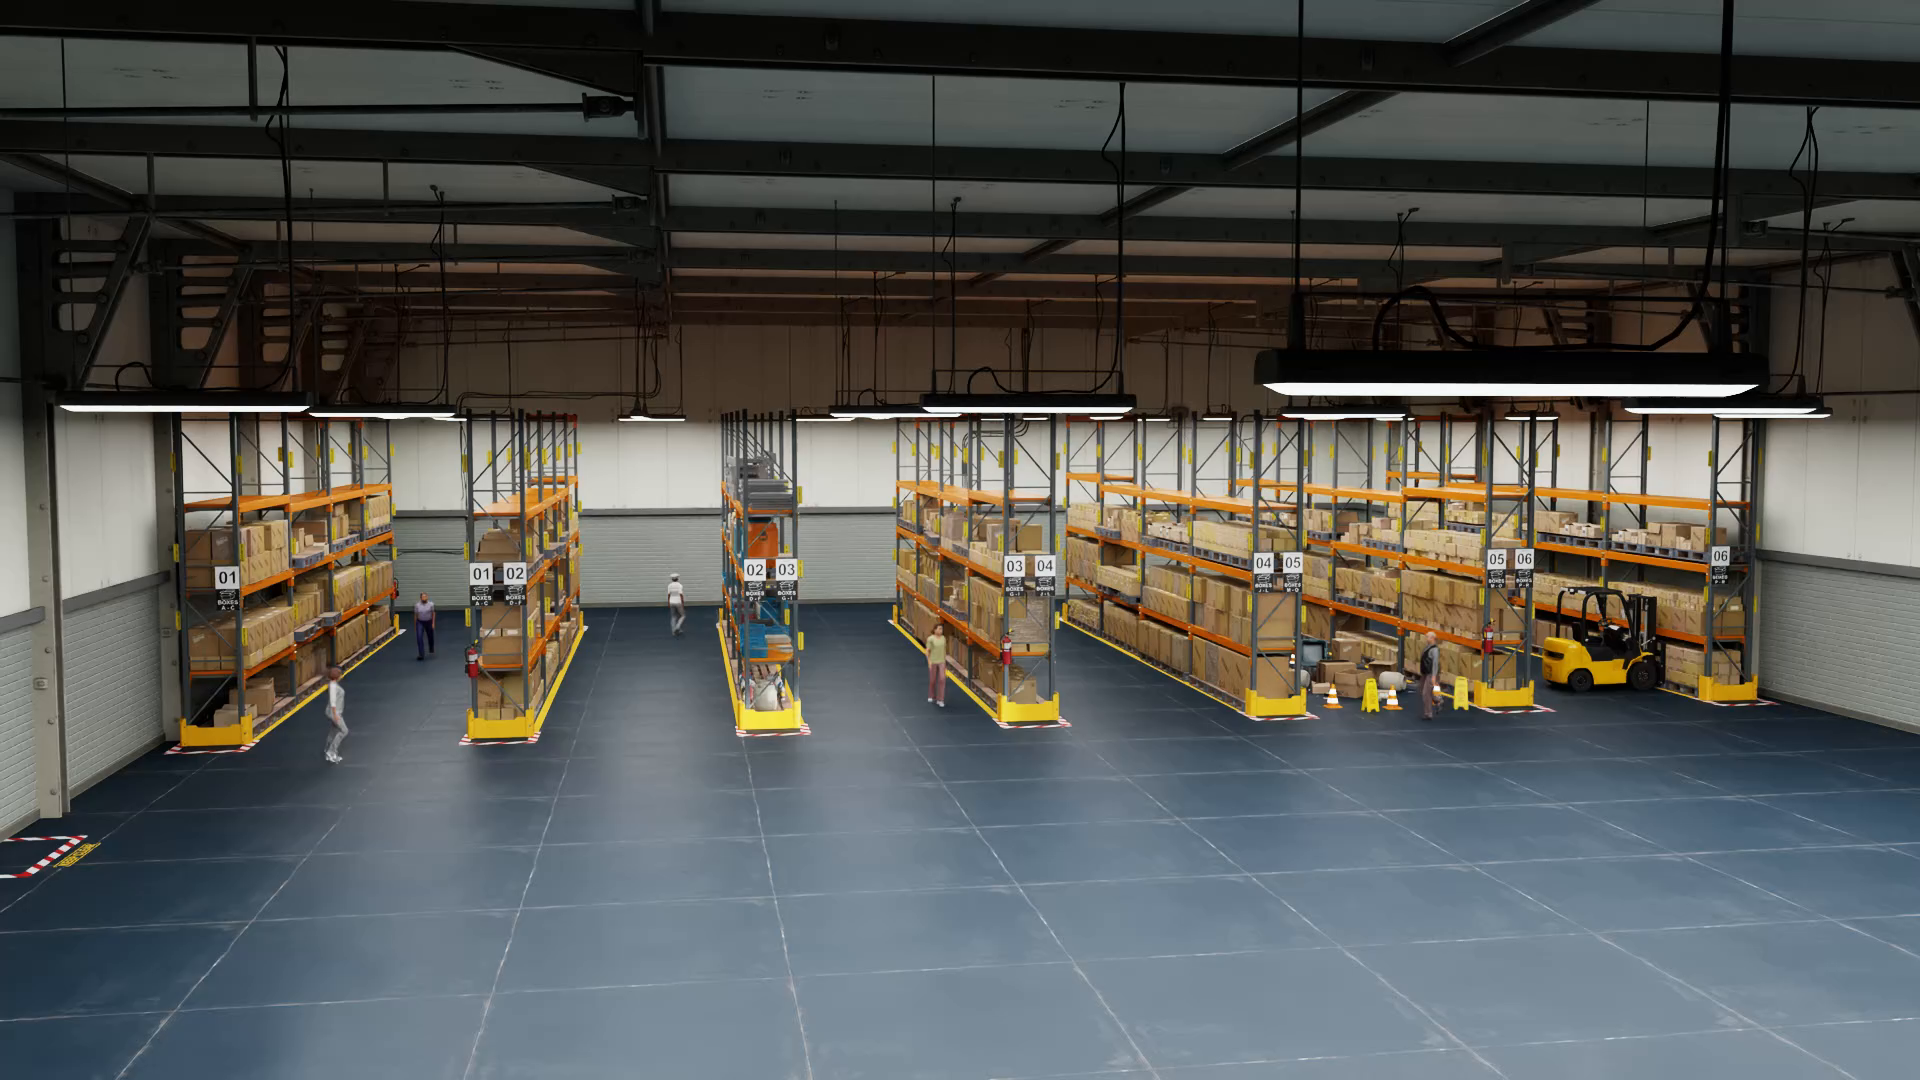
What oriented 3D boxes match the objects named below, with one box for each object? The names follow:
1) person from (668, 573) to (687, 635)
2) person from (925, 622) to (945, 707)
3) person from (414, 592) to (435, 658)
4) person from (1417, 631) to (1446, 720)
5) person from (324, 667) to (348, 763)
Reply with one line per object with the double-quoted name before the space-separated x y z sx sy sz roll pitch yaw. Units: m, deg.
"person" -7.696 1.747 45.034 0.489 1.676 0.459 1 4 21
"person" -0.469 2.547 33.965 0.483 1.710 0.678 -2 4 -21
"person" -13.136 2.061 40.821 0.483 1.601 0.838 -1 4 -13
"person" 9.132 2.614 32.110 0.664 1.711 0.540 -1 4 -11
"person" -10.563 2.954 28.120 0.418 1.607 0.448 -1 4 -15
